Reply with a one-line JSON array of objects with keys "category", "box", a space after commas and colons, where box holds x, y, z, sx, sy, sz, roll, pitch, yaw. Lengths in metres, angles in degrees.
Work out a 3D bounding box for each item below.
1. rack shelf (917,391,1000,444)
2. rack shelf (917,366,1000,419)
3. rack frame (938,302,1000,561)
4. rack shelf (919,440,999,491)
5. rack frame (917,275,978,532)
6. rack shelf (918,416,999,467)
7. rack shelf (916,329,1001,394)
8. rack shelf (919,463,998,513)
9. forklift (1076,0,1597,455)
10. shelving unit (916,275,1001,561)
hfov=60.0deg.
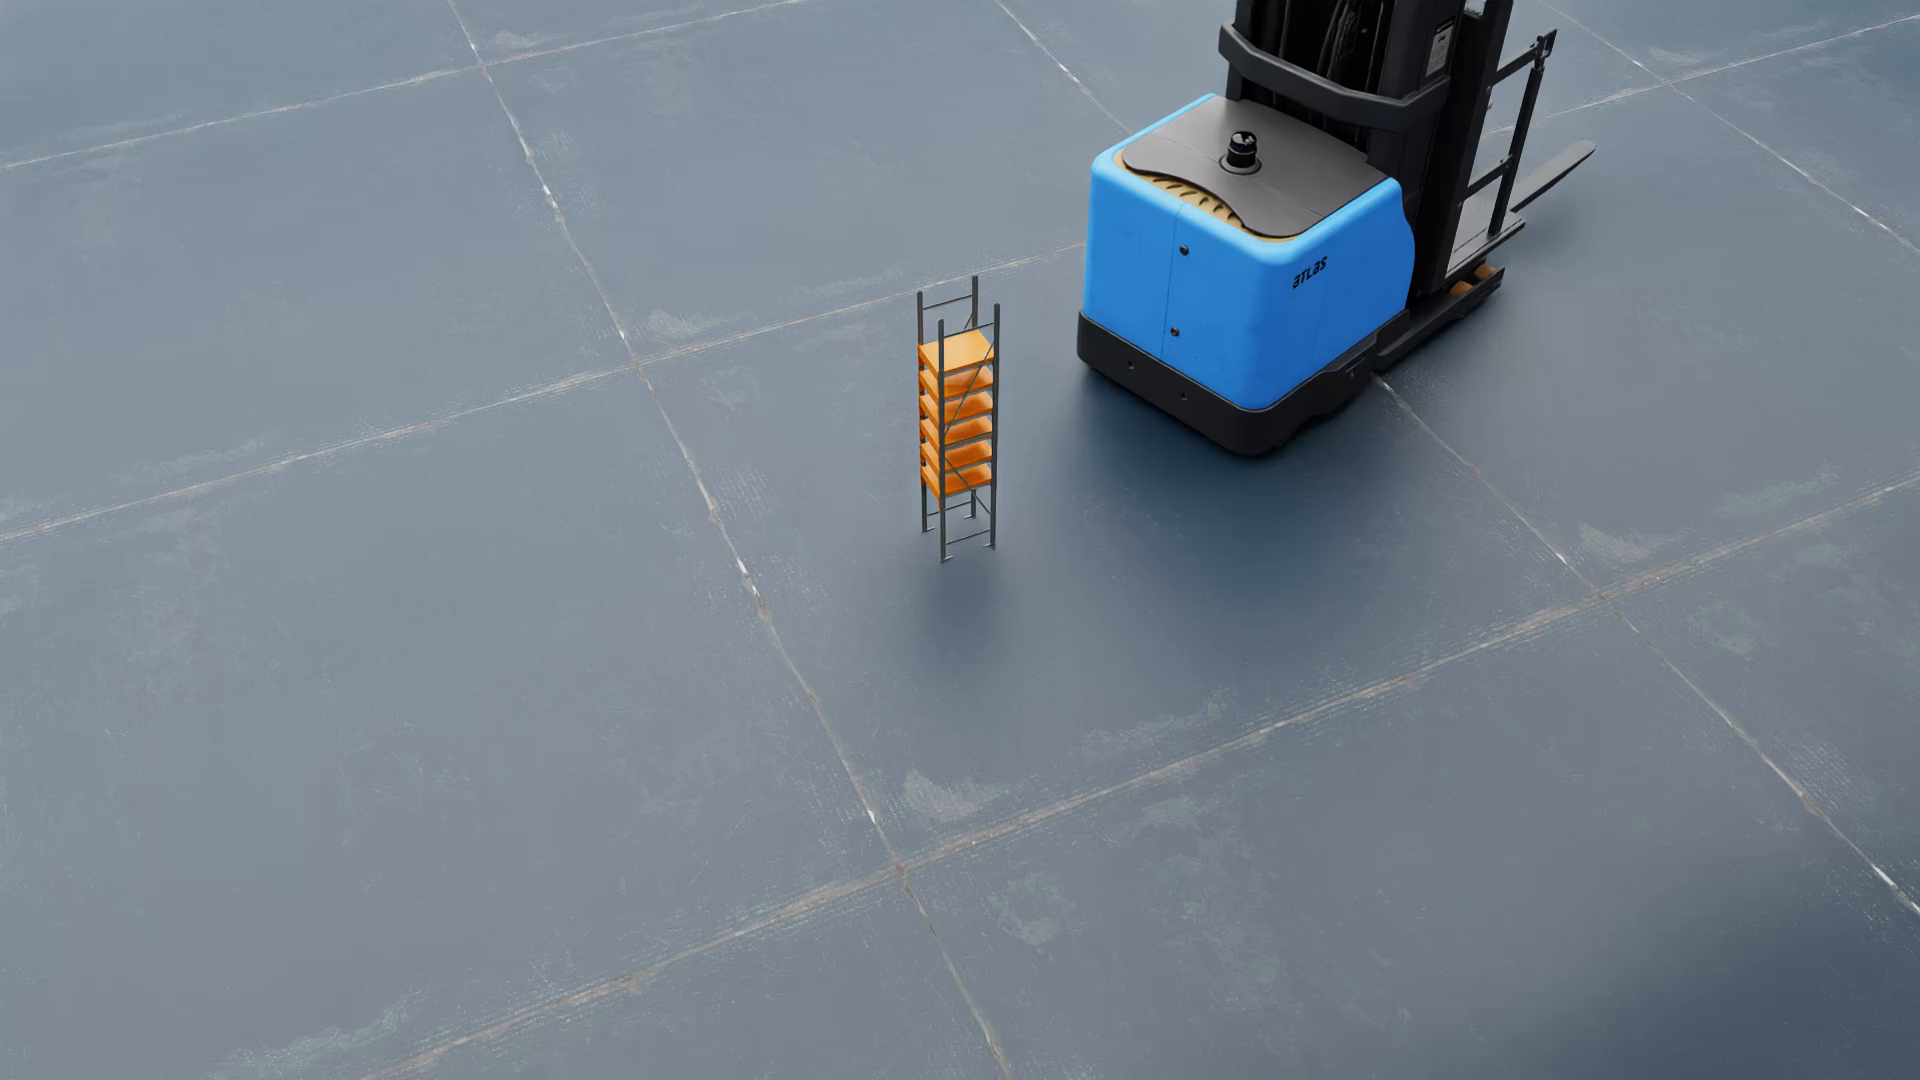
[{"category": "rack shelf", "box": [-0.006, -0.490, 6.285, 0.258, 0.103, 0.180, -18, 47, -17]}, {"category": "rack shelf", "box": [-0.006, -0.576, 6.201, 0.258, 0.103, 0.180, -18, 47, -17]}, {"category": "rack frame", "box": [0.032, -0.378, 6.279, 0.240, 1.200, 0.006, -18, 47, -17]}, {"category": "rack shelf", "box": [-0.006, -0.319, 6.453, 0.258, 0.103, 0.180, -18, 47, -17]}, {"category": "rack frame", "box": [-0.045, -0.495, 6.397, 0.240, 1.200, 0.006, -18, 47, -17]}, {"category": "rack shelf", "box": [-0.006, -0.405, 6.369, 0.258, 0.103, 0.180, -18, 47, -17]}, {"category": "rack shelf", "box": [-0.006, -0.661, 6.116, 0.258, 0.103, 0.180, -18, 47, -17]}, {"category": "rack shelf", "box": [-0.006, -0.234, 6.538, 0.258, 0.103, 0.180, -18, 47, -17]}, {"category": "forklift", "box": [1.931, -2.324, 7.019, 3.031, 2.935, 1.130, -34, 54, -30]}, {"category": "shelving unit", "box": [-0.006, -0.436, 6.338, 0.258, 1.200, 0.189, -18, 47, -17]}]
